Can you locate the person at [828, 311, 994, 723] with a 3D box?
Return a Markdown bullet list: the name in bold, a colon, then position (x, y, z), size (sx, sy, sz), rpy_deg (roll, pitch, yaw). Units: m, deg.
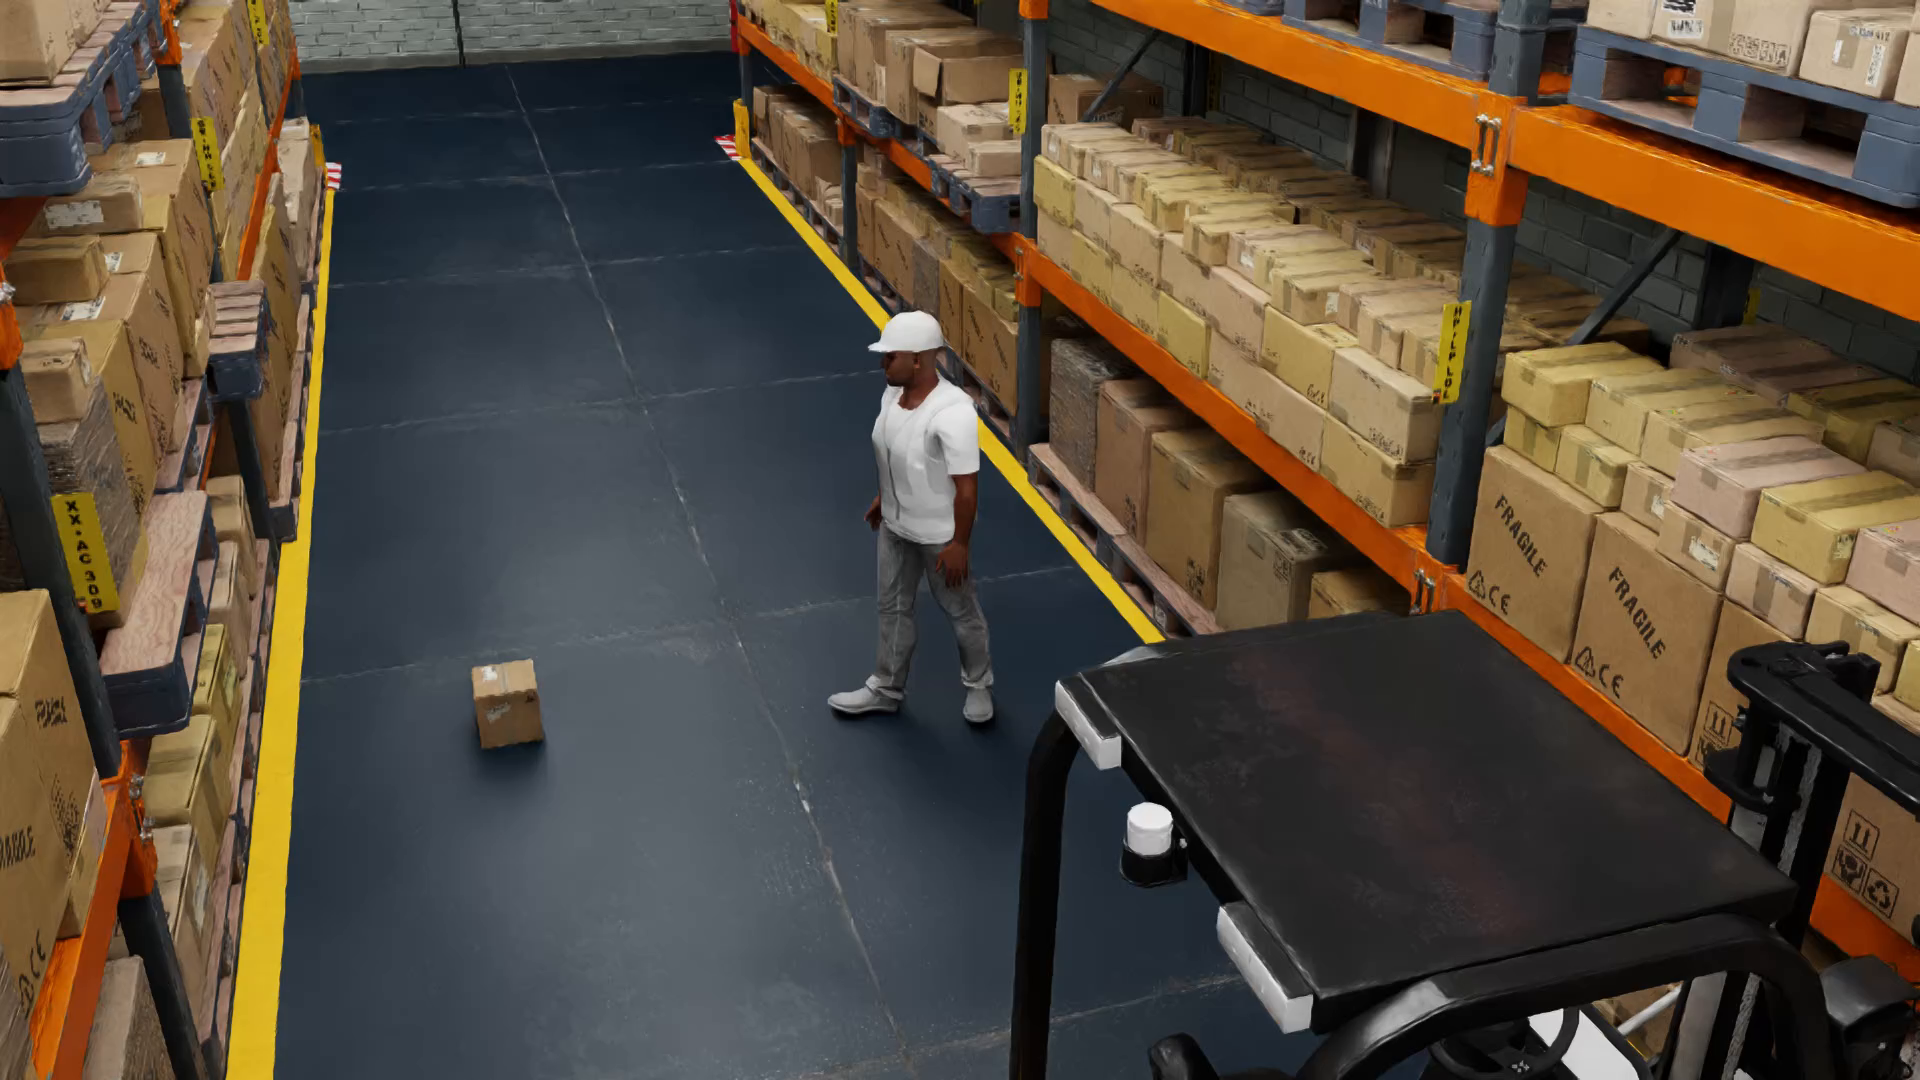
- **person**: position (-0.193, -0.070, 6.723), size (0.637, 1.767, 0.683), rpy_deg (-20, 32, -34)
